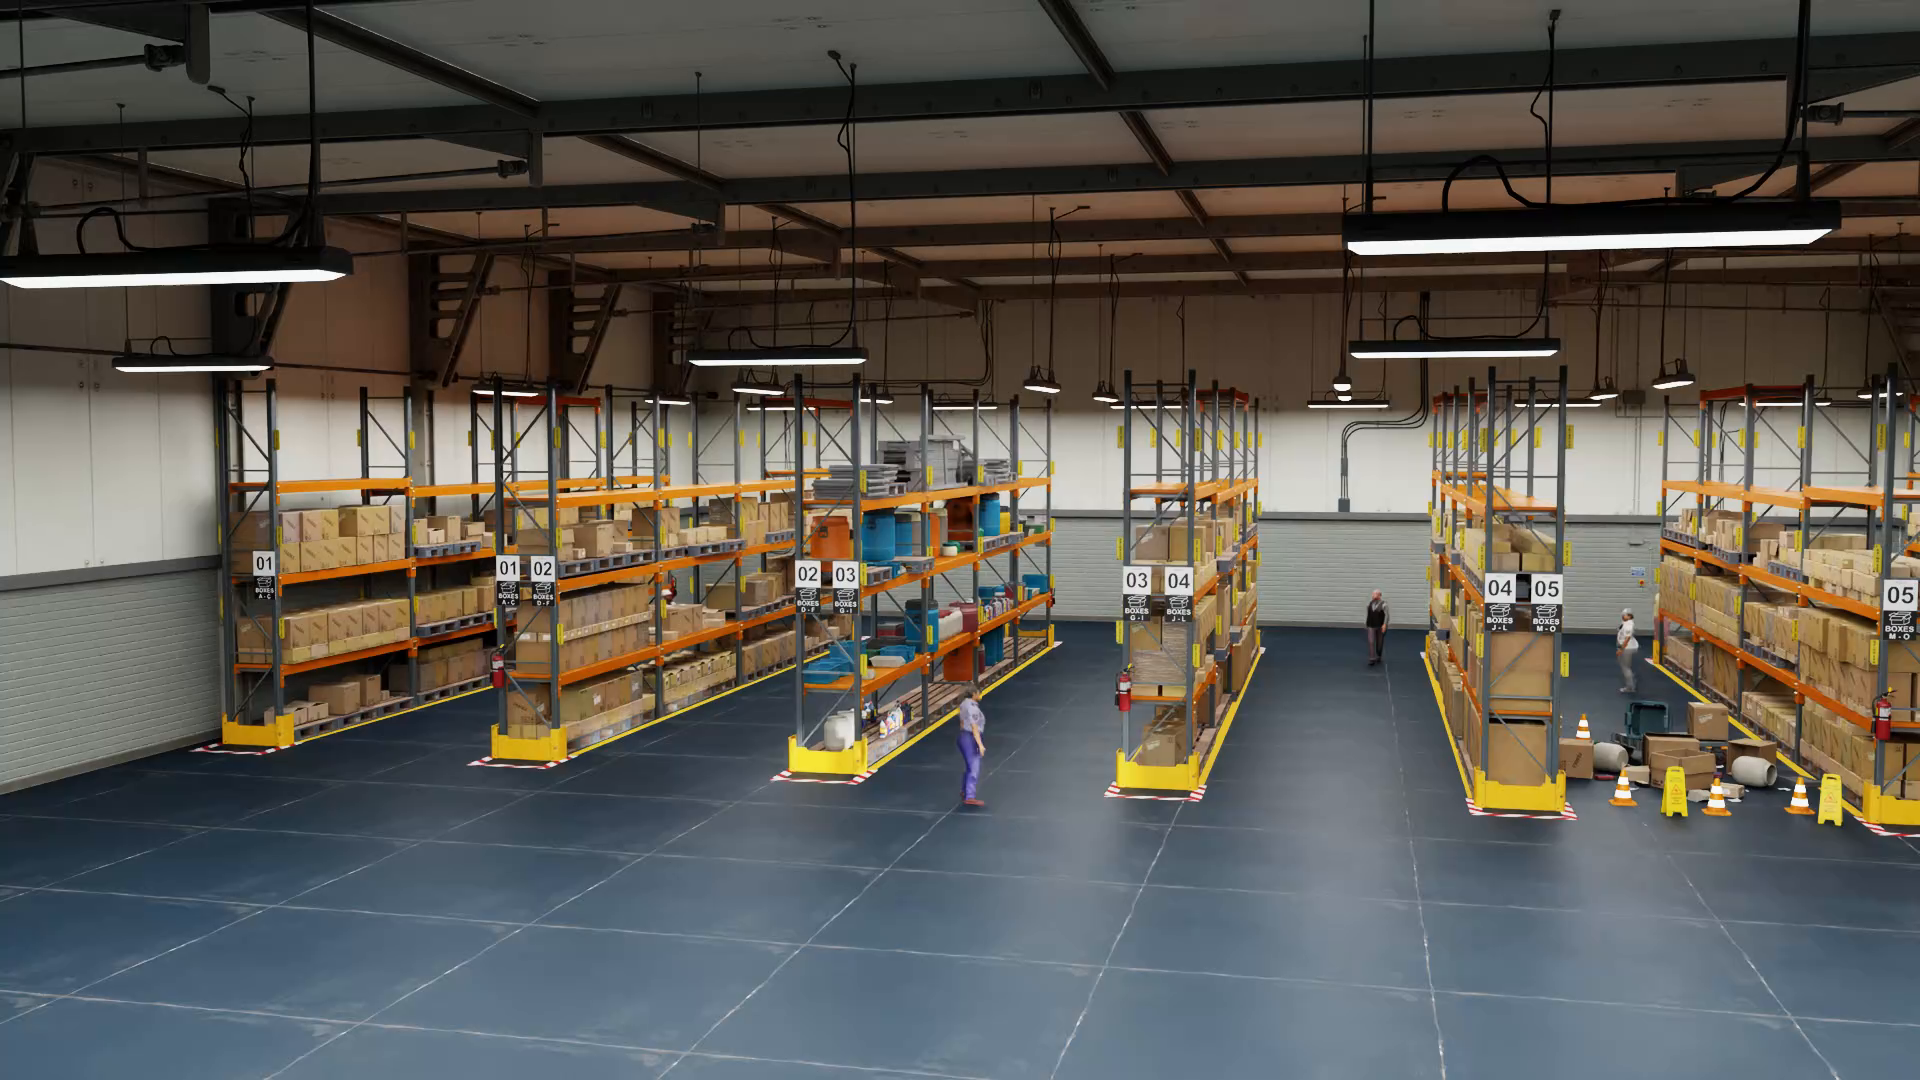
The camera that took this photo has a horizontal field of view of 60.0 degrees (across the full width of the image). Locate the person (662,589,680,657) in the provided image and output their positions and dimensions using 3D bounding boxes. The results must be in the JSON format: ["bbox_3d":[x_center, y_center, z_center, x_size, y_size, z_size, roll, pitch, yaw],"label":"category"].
[{"bbox_3d":[-6.334,1.955,36.204,0.601,1.763,0.645,-2,4,-24],"label":"person"}]

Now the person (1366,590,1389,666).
[{"bbox_3d":[9.251,1.943,36.894,0.474,1.674,1.045,1,4,12],"label":"person"}]

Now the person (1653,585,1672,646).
[{"bbox_3d":[16.530,1.827,39.156,0.461,1.669,0.530,2,4,32],"label":"person"}]

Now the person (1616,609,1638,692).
[{"bbox_3d":[13.200,2.183,32.999,0.529,1.662,0.474,-3,5,-42],"label":"person"}]

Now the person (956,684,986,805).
[{"bbox_3d":[0.177,2.847,22.943,0.307,1.718,0.579,-1,4,-13],"label":"person"}]
